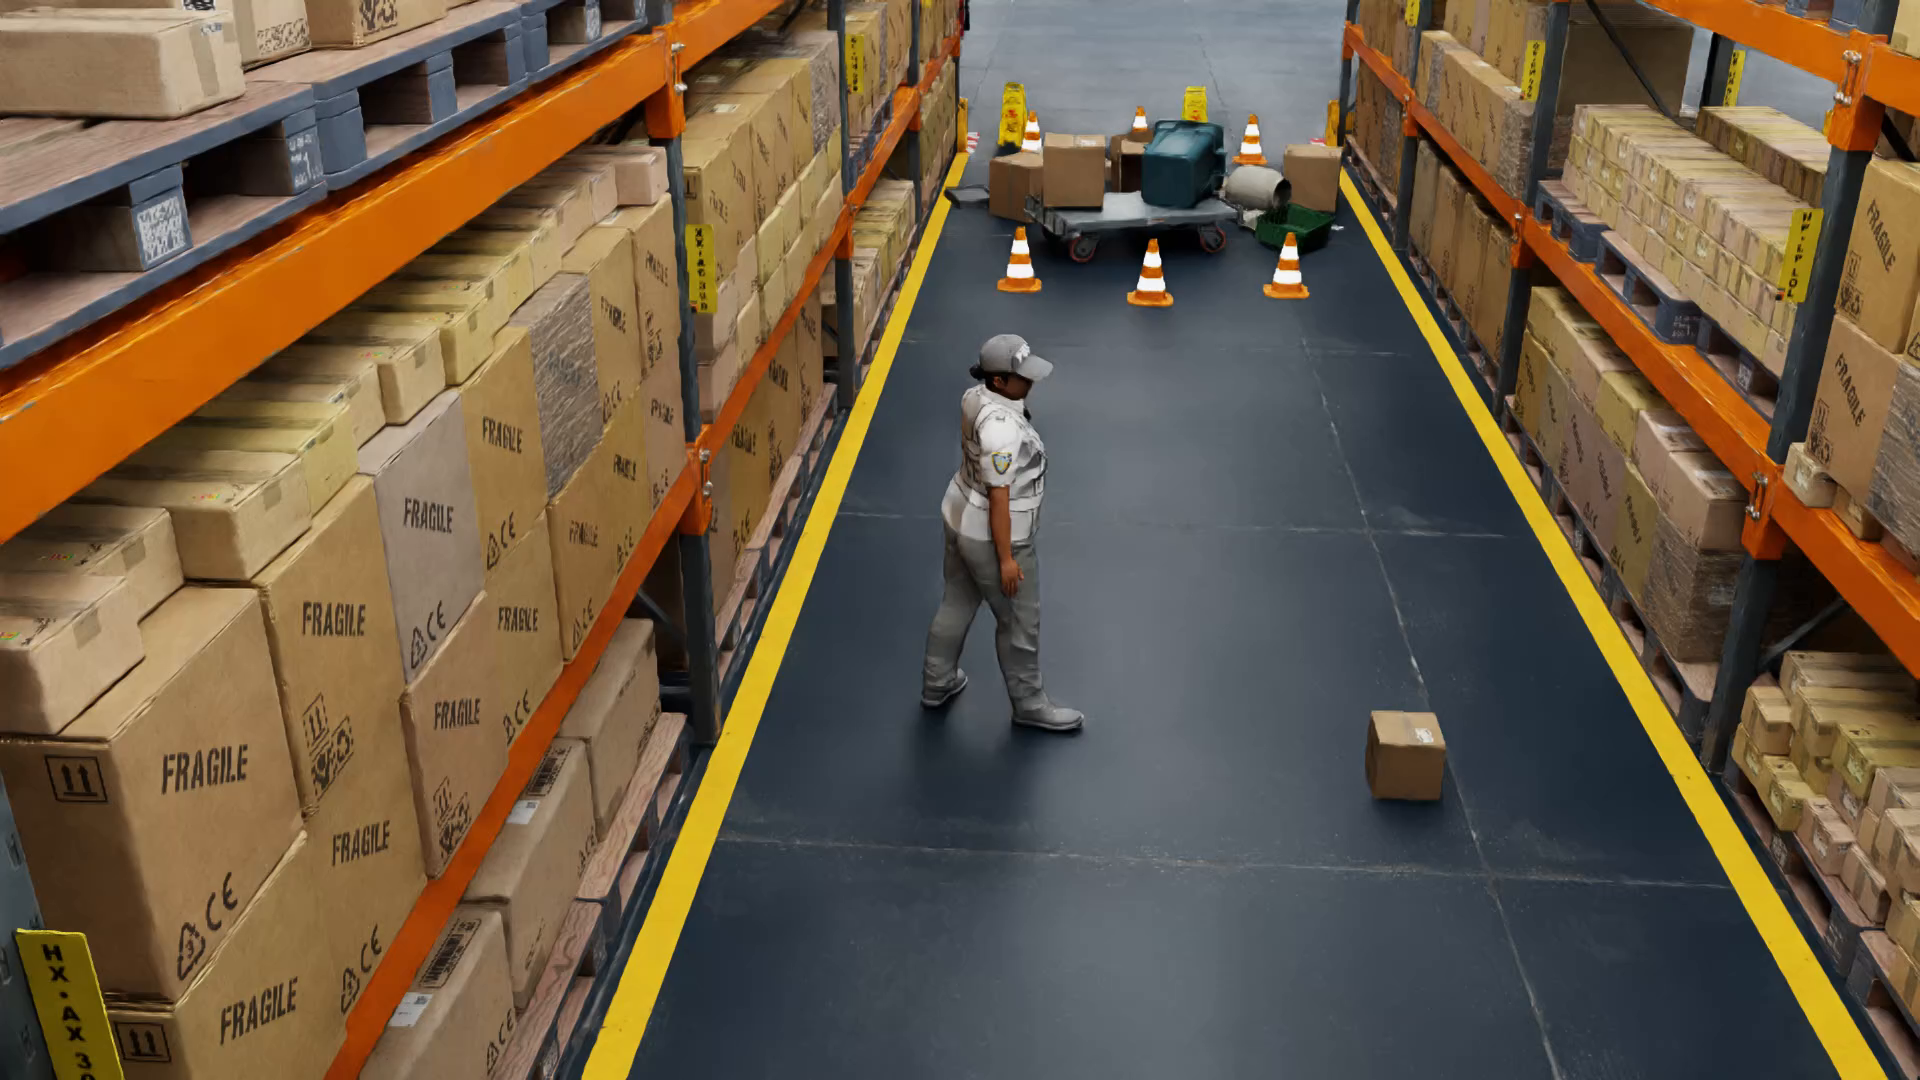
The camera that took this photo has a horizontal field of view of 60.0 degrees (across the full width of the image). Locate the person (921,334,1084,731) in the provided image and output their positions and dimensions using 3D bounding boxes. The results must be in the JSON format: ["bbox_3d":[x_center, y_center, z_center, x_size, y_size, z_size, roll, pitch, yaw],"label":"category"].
[{"bbox_3d":[0.163,-0.034,6.661,0.616,1.650,0.603,-7,25,-14],"label":"person"}]
